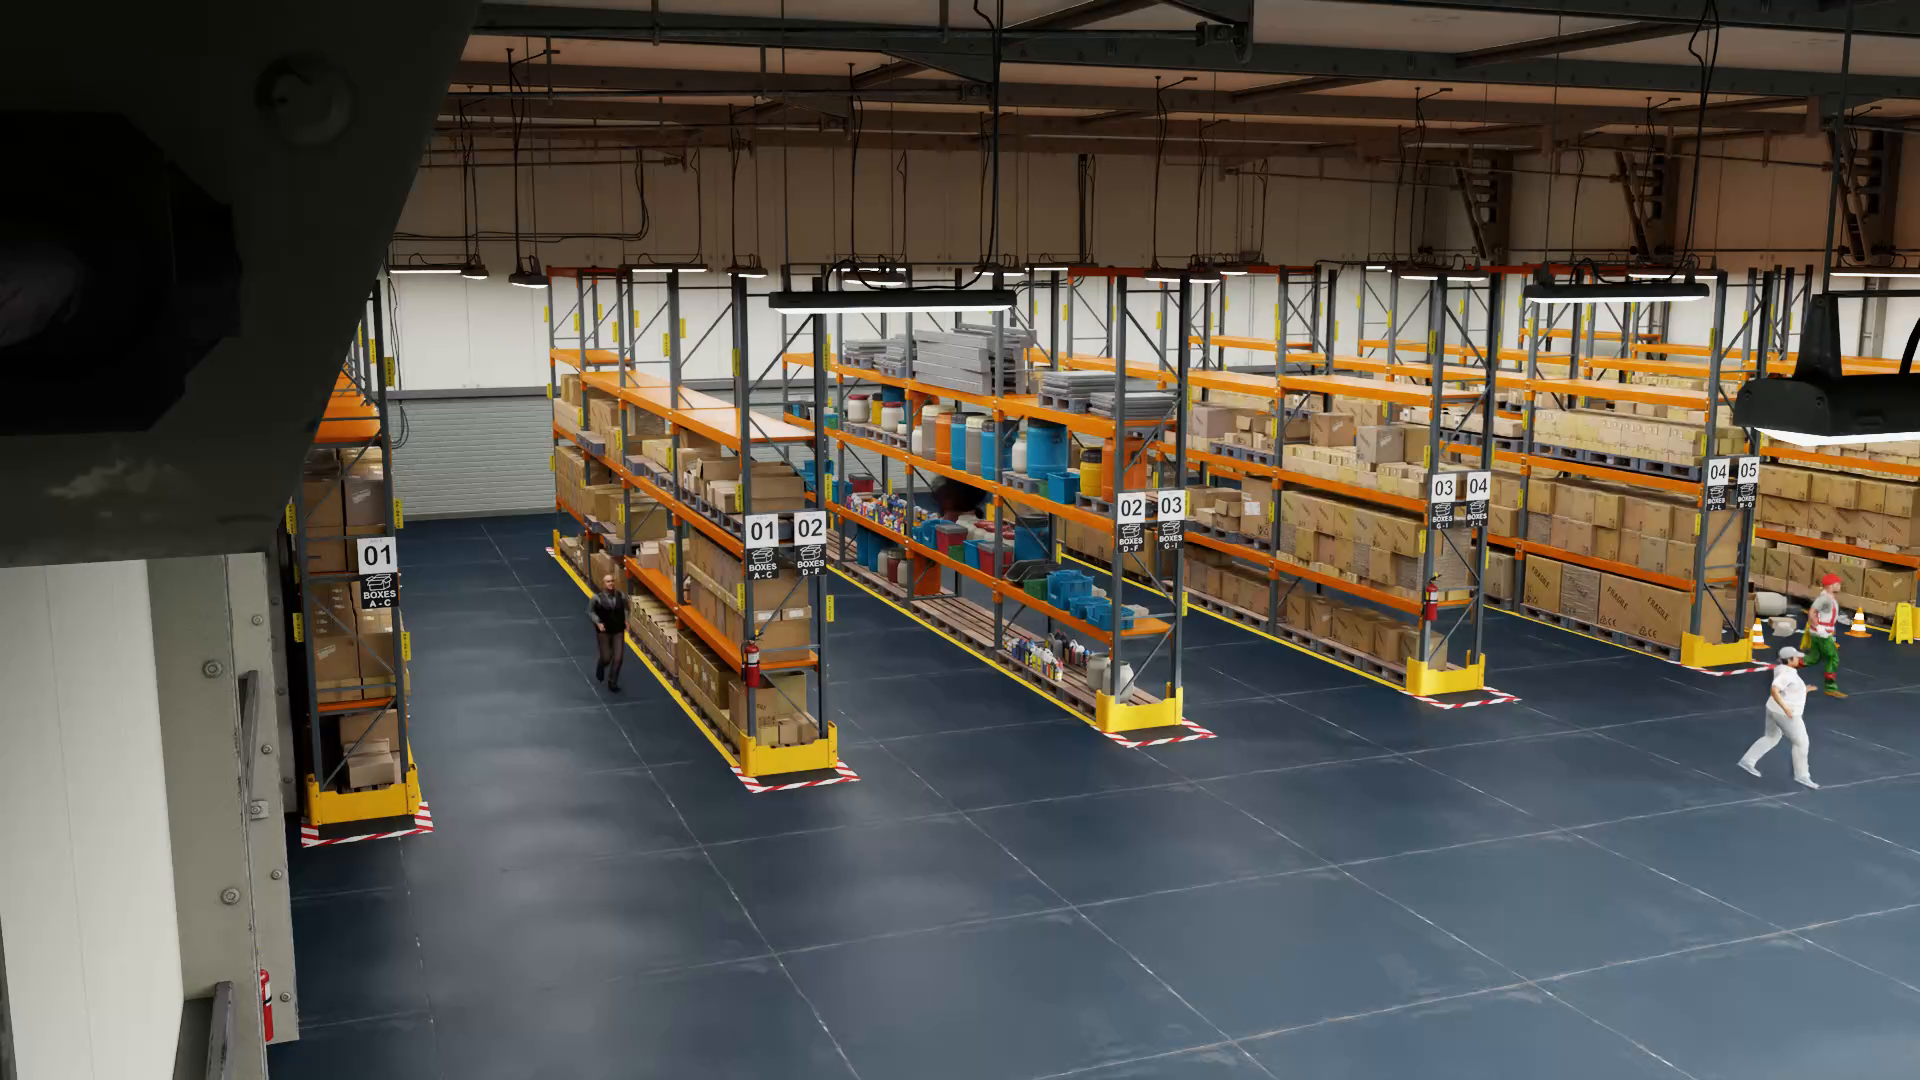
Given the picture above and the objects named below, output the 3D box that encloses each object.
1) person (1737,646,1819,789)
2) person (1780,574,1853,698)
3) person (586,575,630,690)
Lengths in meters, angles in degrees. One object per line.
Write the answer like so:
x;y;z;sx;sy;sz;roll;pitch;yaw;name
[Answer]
9.794;2.094;19.785;0.878;1.695;0.591;1;10;7;person
12.279;1.345;23.845;0.951;1.770;0.630;5;11;27;person
-5.088;1.329;24.183;0.647;1.677;0.580;-5;11;-28;person
